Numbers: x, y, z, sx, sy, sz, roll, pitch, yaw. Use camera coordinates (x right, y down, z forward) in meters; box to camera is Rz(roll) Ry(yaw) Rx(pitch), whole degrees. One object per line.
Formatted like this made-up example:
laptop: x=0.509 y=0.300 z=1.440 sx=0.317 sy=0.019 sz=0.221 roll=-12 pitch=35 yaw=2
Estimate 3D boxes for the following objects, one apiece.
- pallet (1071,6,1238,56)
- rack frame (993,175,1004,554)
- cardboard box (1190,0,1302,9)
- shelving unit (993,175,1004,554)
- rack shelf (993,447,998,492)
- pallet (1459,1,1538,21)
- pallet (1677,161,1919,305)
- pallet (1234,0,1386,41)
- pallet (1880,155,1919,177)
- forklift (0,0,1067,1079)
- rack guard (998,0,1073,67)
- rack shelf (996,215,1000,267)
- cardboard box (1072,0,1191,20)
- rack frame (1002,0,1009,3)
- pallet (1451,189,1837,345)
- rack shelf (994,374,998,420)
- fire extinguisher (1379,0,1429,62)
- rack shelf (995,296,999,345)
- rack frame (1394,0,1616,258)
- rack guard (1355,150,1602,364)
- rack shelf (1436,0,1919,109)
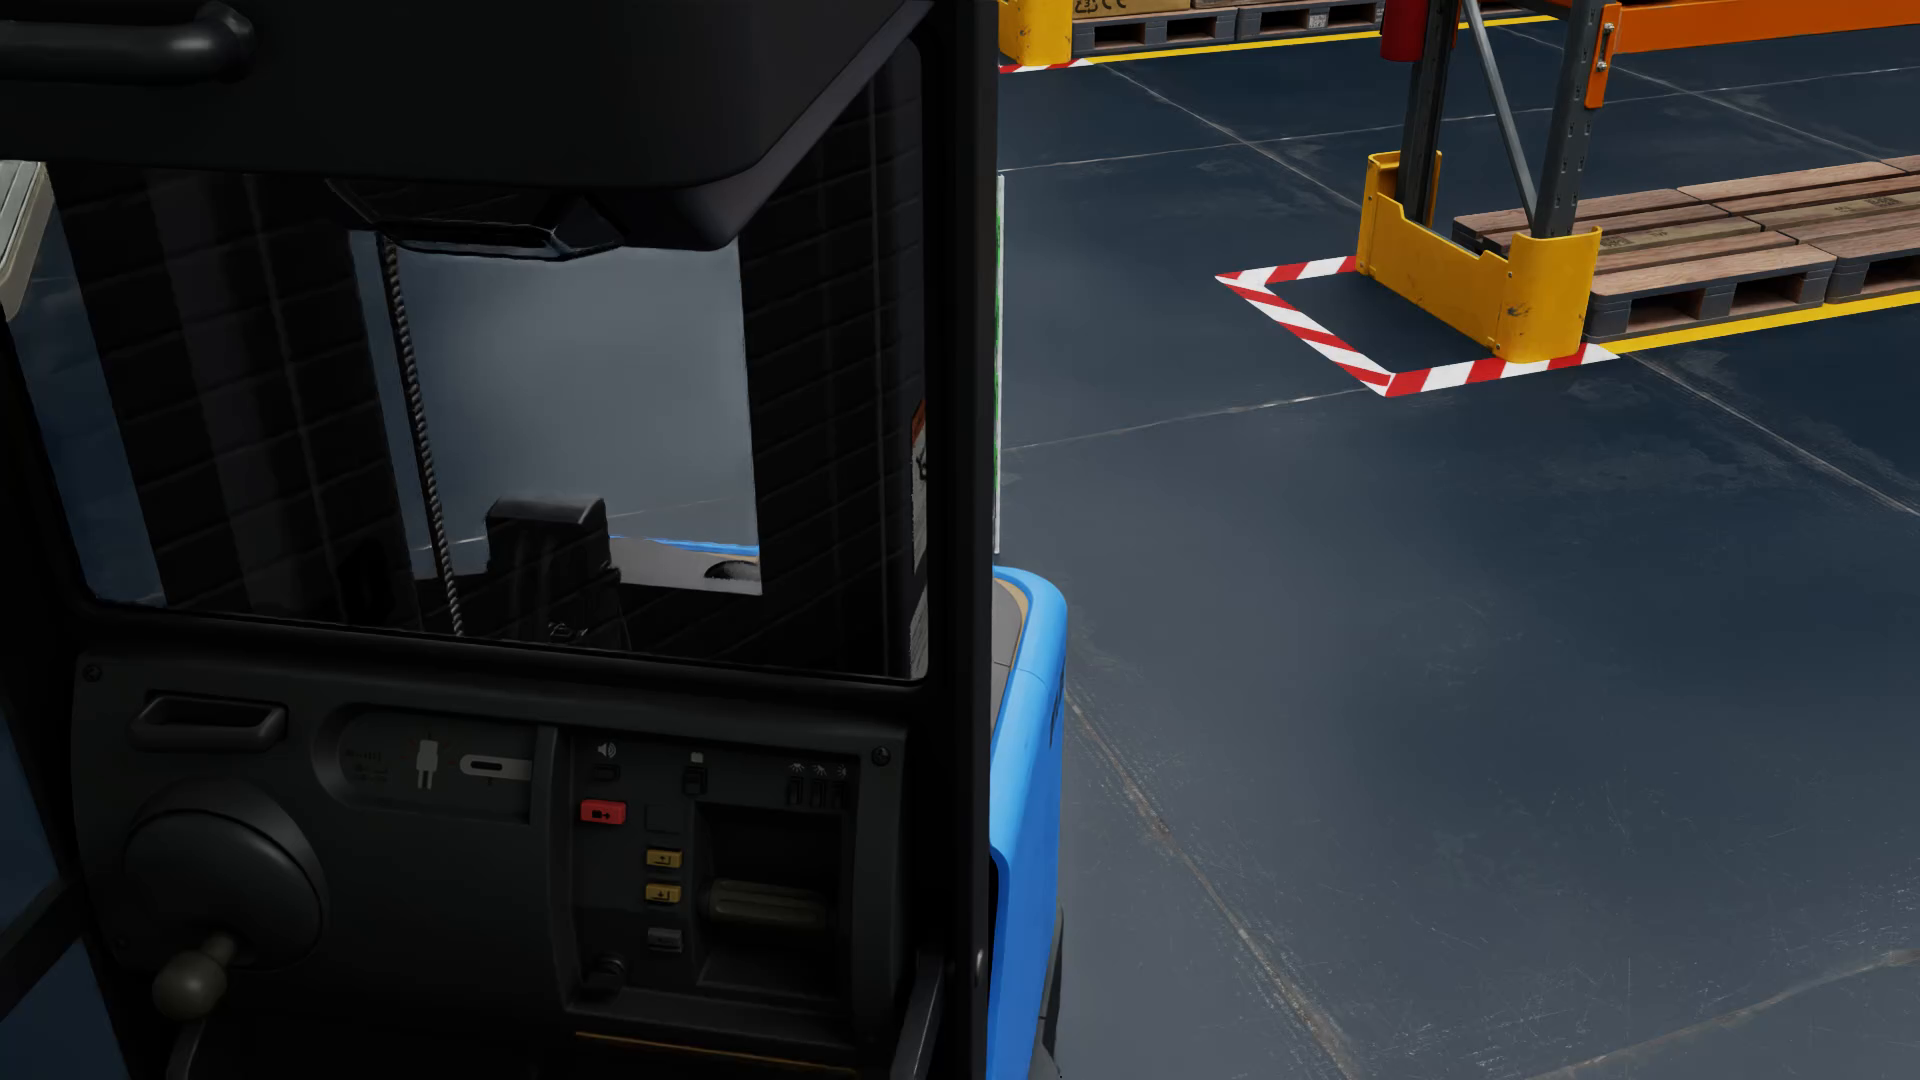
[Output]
pallet: x=1.106 y=-3.549 z=11.266 sx=1.213 sy=0.211 sz=1.003 roll=-10 pitch=31 yaw=-18
rack frame: x=0.074 y=-0.535 z=4.977 sx=0.015 sy=1.200 sz=0.240 roll=-10 pitch=31 yaw=-18
cardboard box: x=1.809 y=-4.150 z=11.226 sx=0.875 sy=0.875 sz=0.875 roll=-10 pitch=31 yaw=-18
shelving unit: x=-0.155 y=-0.493 z=4.903 sx=0.503 sy=1.200 sz=0.258 roll=-10 pitch=31 yaw=-18
rack shelf: x=-0.155 y=-0.229 z=5.053 sx=0.480 sy=0.148 sz=0.258 roll=-10 pitch=31 yaw=-18
pallet: x=3.393 y=-3.970 z=12.005 sx=1.213 sy=0.211 sz=1.003 roll=-10 pitch=31 yaw=-18
pallet: x=4.039 y=-1.410 z=7.511 sx=1.213 sy=0.211 sz=1.003 roll=-10 pitch=31 yaw=-18
pallet: x=2.248 y=-3.758 z=11.632 sx=1.213 sy=0.211 sz=1.003 roll=-10 pitch=31 yaw=-18
pallet: x=5.184 y=-1.622 z=7.884 sx=1.213 sy=0.211 sz=1.003 roll=-10 pitch=31 yaw=-18
forklift: x=-0.553 y=0.390 z=1.605 sx=1.130 sy=2.935 sz=3.031 roll=5 pitch=30 yaw=8
rack guard: x=0.362 y=-3.496 z=10.881 sx=0.348 sy=0.500 sz=1.175 roll=-10 pitch=31 yaw=-18
rack shelf: x=-0.155 y=-0.854 z=4.697 sx=0.480 sy=0.148 sz=0.258 roll=-10 pitch=31 yaw=-18
cardboard box: x=0.956 y=-3.993 z=10.951 sx=0.875 sy=0.875 sz=0.875 roll=-10 pitch=31 yaw=-18
rack frame: x=0.384 y=-4.586 z=10.270 sx=0.127 sy=3.000 sz=1.000 roll=-10 pitch=31 yaw=-18
pallet: x=2.898 y=-1.201 z=7.145 sx=1.213 sy=0.211 sz=1.003 roll=-10 pitch=31 yaw=-18
rack shelf: x=-0.155 y=-0.437 z=4.934 sx=0.480 sy=0.148 sz=0.258 roll=-10 pitch=31 yaw=-18
fire extinguisher: x=1.811 y=-2.277 z=6.672 sx=0.183 sy=0.674 sz=0.296 roll=-10 pitch=31 yaw=-18
rack shelf: x=-0.155 y=-0.646 z=4.816 sx=0.480 sy=0.148 sz=0.258 roll=-10 pitch=31 yaw=-18
rack frame: x=2.111 y=-2.288 z=6.236 sx=0.127 sy=3.000 sz=1.000 roll=-10 pitch=31 yaw=-18
rack guard: x=2.093 y=-1.192 z=6.837 sx=0.348 sy=0.500 sz=1.175 roll=-10 pitch=31 yaw=-18
rack shelf: x=3.986 y=-2.321 z=7.020 sx=4.000 sy=0.370 sz=1.077 roll=-10 pitch=31 yaw=-18
